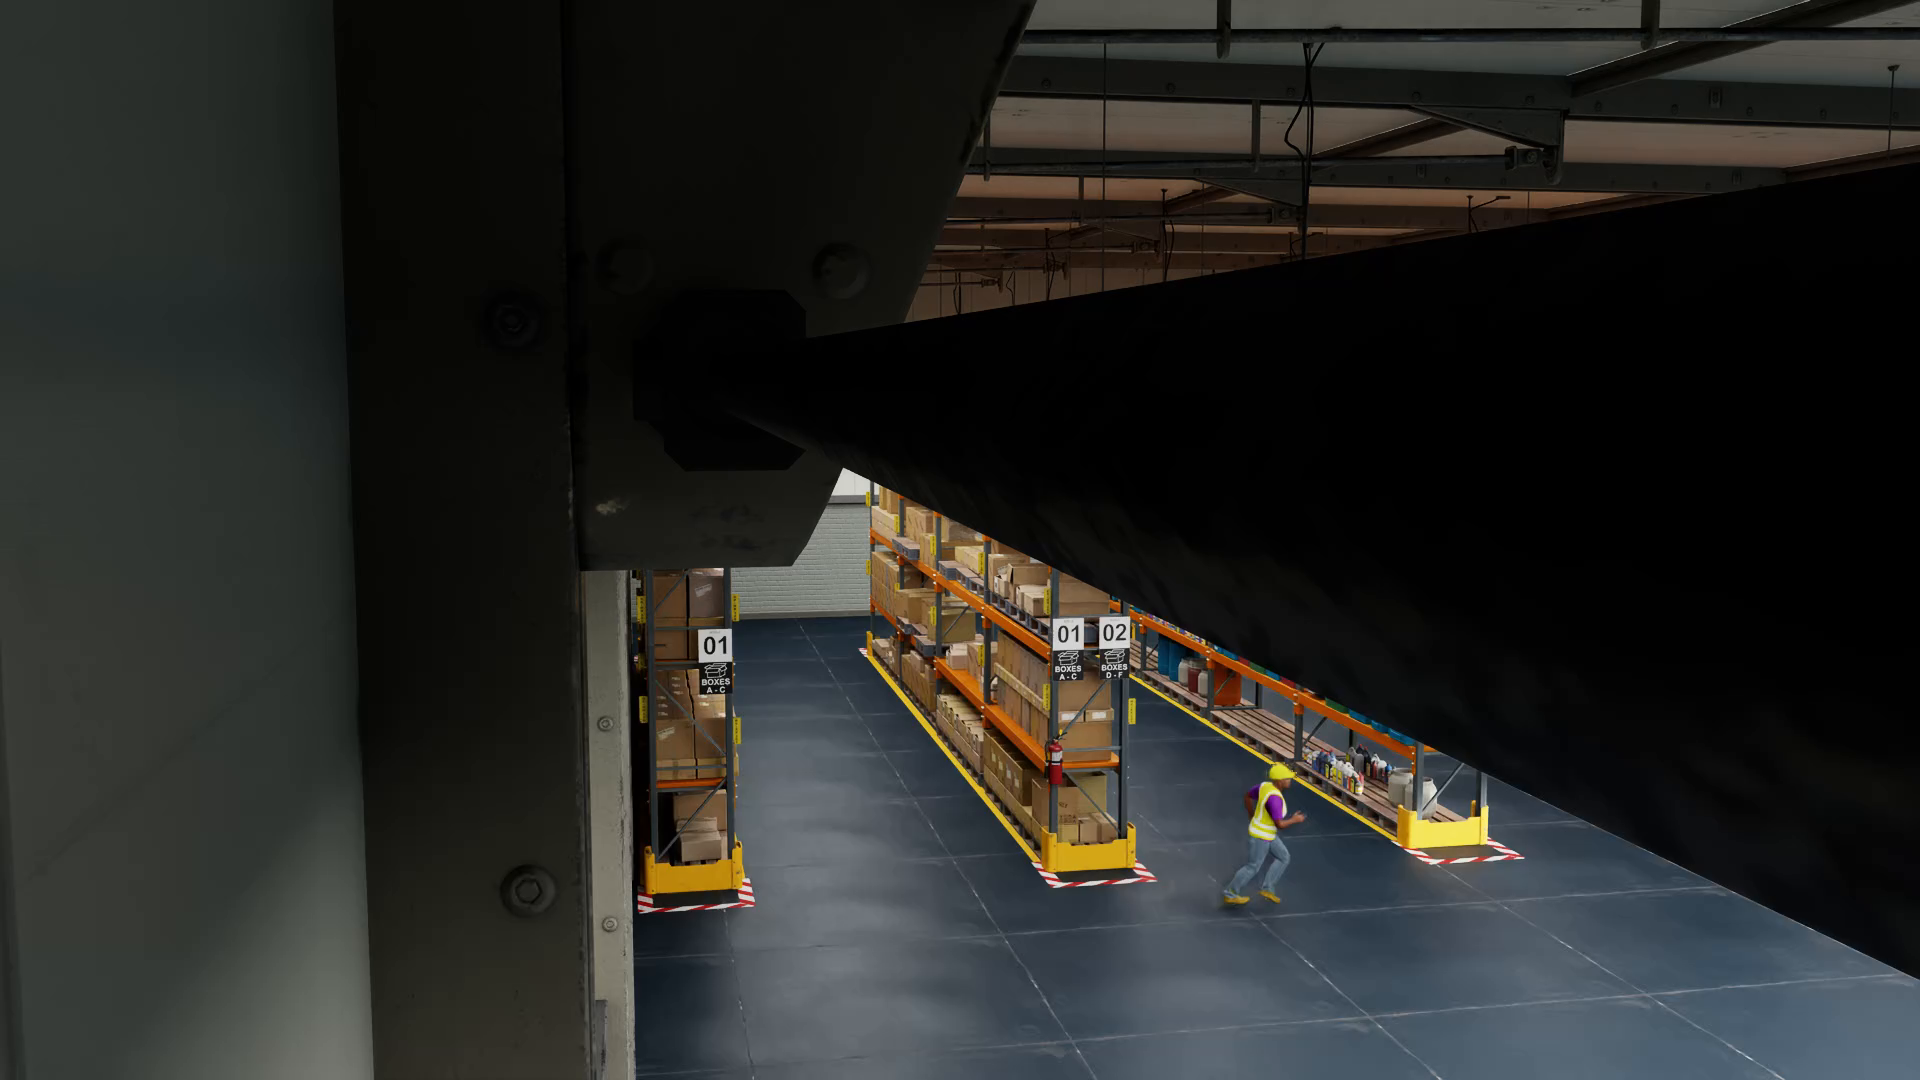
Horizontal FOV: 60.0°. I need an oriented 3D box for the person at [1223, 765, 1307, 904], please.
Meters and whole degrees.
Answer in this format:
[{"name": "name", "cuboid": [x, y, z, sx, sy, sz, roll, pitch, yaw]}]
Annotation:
[{"name": "person", "cuboid": [3.556, 3.454, 19.398, 0.945, 1.707, 0.646, 1, 6, 9]}]
